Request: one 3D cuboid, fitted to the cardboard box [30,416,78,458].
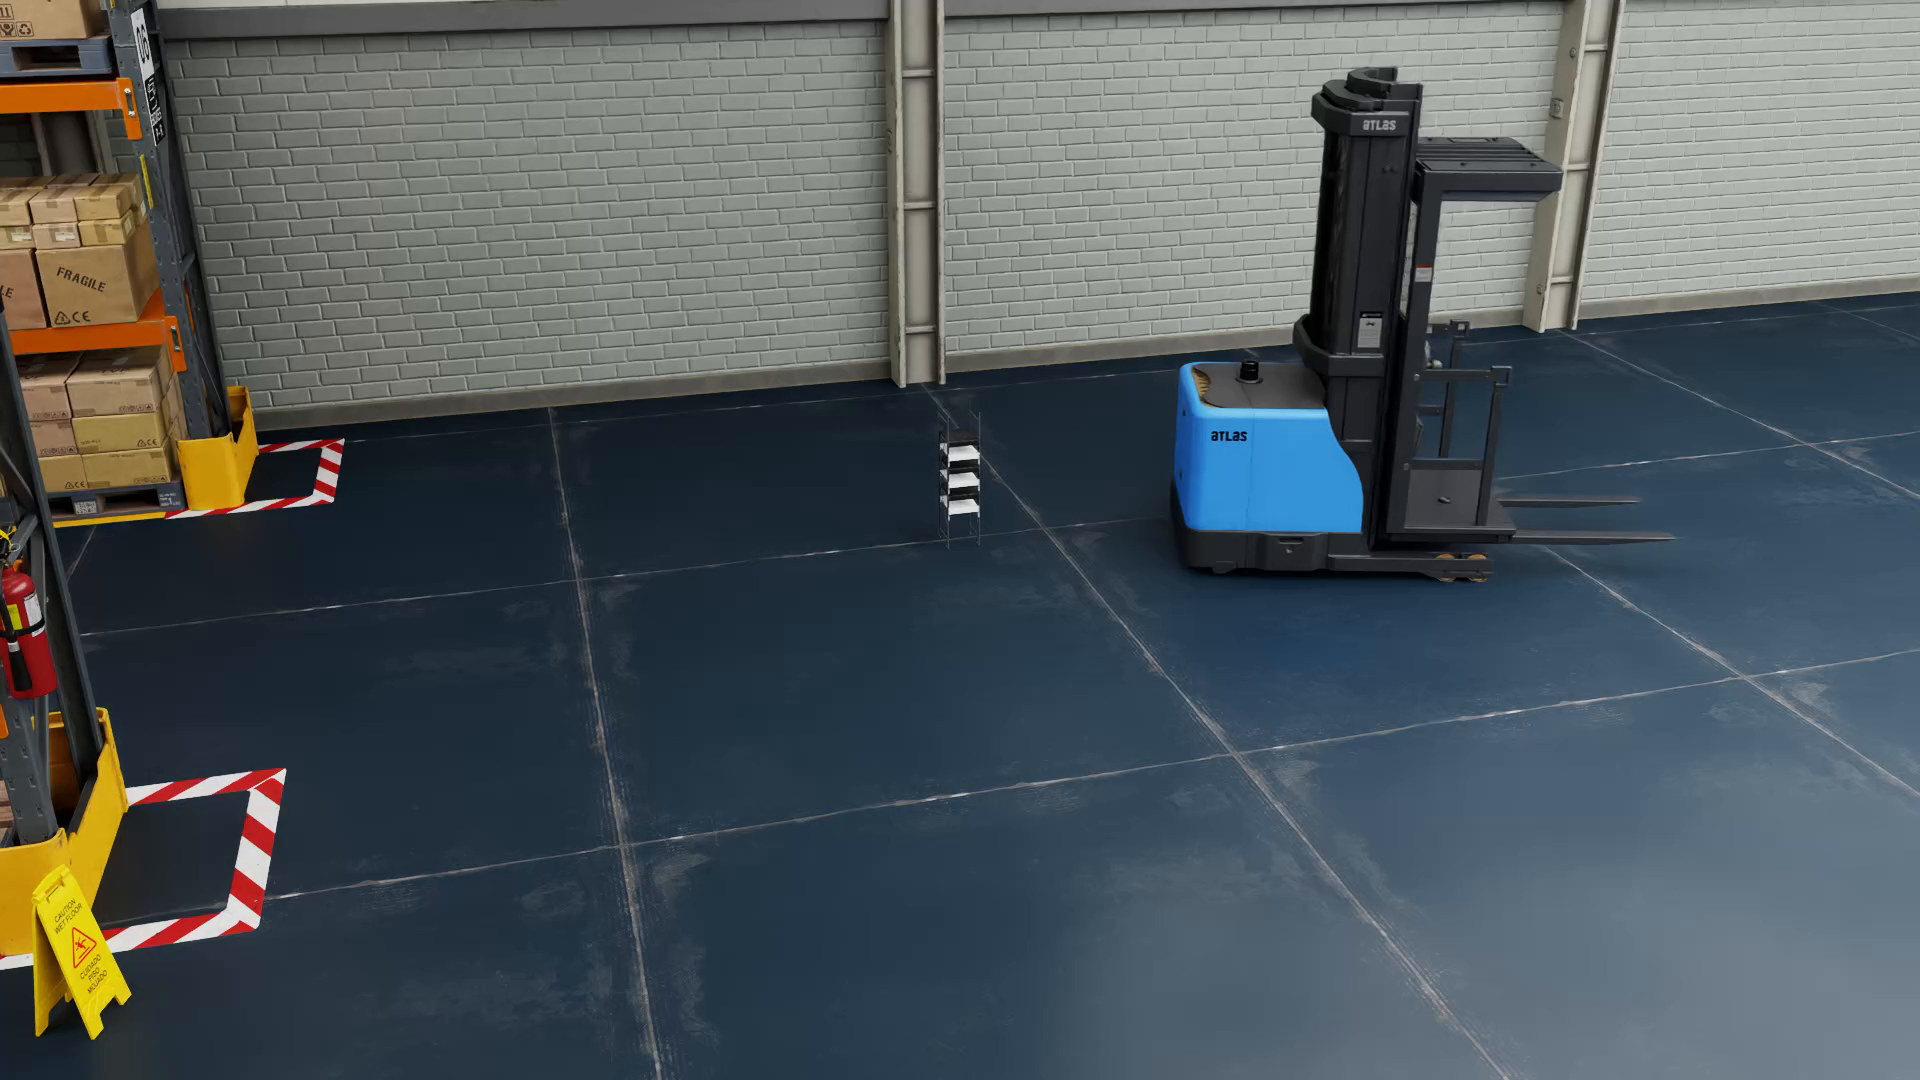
[{"bbox_3d":[-6.083,-0.743,10.998,0.500,0.250,0.500,-7,24,-15],"label":"cardboard box"}]

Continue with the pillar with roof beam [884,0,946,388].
[{"bbox_3d":[0.813,-3.833,8.271,0.400,9.000,9.100,-6,24,-14],"label":"pillar with roof beam"}]

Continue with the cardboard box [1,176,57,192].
[{"bbox_3d":[-6.105,-2.281,10.935,0.250,0.149,0.380,-6,24,-13],"label":"cardboard box"}]

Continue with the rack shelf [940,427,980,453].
[{"bbox_3d":[-0.008,-0.630,10.477,0.200,0.077,0.258,-6,24,-14],"label":"rack shelf"}]

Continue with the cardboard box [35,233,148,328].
[{"bbox_3d":[-5.616,-1.697,10.775,0.500,0.500,0.500,-7,24,-16],"label":"cardboard box"}]

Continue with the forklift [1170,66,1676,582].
[{"bbox_3d":[2.895,-1.303,10.069,3.031,2.935,1.130,1,23,2],"label":"forklift"}]

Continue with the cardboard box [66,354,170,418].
[{"bbox_3d":[-5.572,-1.025,11.021,0.500,0.250,0.500,-5,24,-13],"label":"cardboard box"}]

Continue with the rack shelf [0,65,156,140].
[{"bbox_3d":[-7.138,-2.638,10.203,4.000,0.370,1.077,-6,24,-14],"label":"rack shelf"}]

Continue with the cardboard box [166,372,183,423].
[{"bbox_3d":[-5.721,-0.991,11.577,0.500,0.250,0.500,-6,24,-13],"label":"cardboard box"}]

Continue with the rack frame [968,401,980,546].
[{"bbox_3d":[0.090,-0.424,10.596,0.006,0.900,0.240,-6,24,-14],"label":"rack frame"}]

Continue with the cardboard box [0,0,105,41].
[{"bbox_3d":[-5.573,-3.327,10.110,0.500,0.500,0.500,-6,24,-13],"label":"cardboard box"}]

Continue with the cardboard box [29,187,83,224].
[{"bbox_3d":[-5.730,-2.128,10.579,0.250,0.149,0.380,-6,24,-14],"label":"cardboard box"}]

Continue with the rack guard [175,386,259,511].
[{"bbox_3d":[-5.190,-0.657,11.648,0.348,0.500,1.175,-6,24,-14],"label":"rack guard"}]

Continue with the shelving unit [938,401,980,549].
[{"bbox_3d":[-0.008,-0.413,10.571,0.210,0.900,0.258,-6,24,-14],"label":"shelving unit"}]

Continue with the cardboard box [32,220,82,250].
[{"bbox_3d":[-5.709,-1.966,10.578,0.250,0.149,0.380,-6,24,-14],"label":"cardboard box"}]

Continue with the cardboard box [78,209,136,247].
[{"bbox_3d":[-5.471,-2.004,10.668,0.250,0.149,0.380,-6,24,-14],"label":"cardboard box"}]

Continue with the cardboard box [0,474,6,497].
[{"bbox_3d":[-6.545,-0.464,10.981,0.500,0.250,0.500,-6,24,-14],"label":"cardboard box"}]

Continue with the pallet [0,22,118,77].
[{"bbox_3d":[-5.900,-3.076,10.423,1.213,0.211,1.003,-6,24,-14],"label":"pallet"}]

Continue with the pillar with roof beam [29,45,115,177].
[{"bbox_3d":[-4.964,-3.194,6.782,0.400,9.000,9.100,-6,24,-14],"label":"pillar with roof beam"}]

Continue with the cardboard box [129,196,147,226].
[{"bbox_3d":[-5.609,-2.210,11.147,0.250,0.149,0.380,-7,24,-16],"label":"cardboard box"}]

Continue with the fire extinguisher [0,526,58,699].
[{"bbox_3d":[-3.634,0.279,6.394,0.183,0.674,0.296,-6,24,-14],"label":"fire extinguisher"}]

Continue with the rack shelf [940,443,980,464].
[{"bbox_3d":[-0.008,-0.547,10.513,0.200,0.077,0.258,-6,24,-14],"label":"rack shelf"}]

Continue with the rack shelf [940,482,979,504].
[{"bbox_3d":[-0.008,-0.299,10.619,0.200,0.077,0.258,-6,24,-14],"label":"rack shelf"}]

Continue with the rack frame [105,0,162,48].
[{"bbox_3d":[-5.213,-4.560,9.966,0.127,3.000,1.000,-6,24,-14],"label":"rack frame"}]

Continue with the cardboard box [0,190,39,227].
[{"bbox_3d":[-5.974,-2.090,10.490,0.250,0.149,0.380,-6,24,-13],"label":"cardboard box"}]

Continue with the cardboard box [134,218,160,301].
[{"bbox_3d":[-5.765,-1.902,11.252,0.500,0.500,0.500,-6,24,-13],"label":"cardboard box"}]

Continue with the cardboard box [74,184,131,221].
[{"bbox_3d":[-5.501,-2.166,10.668,0.250,0.149,0.380,-6,24,-14],"label":"cardboard box"}]

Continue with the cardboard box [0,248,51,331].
[{"bbox_3d":[-6.118,-1.646,10.654,0.500,0.500,0.500,-6,24,-13],"label":"cardboard box"}]

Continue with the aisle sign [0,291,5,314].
[{"bbox_3d":[-3.892,-1.238,6.535,0.004,0.787,0.394,-6,24,-14],"label":"aisle sign"}]

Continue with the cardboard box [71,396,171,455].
[{"bbox_3d":[-5.597,-0.792,11.113,0.500,0.250,0.500,-7,24,-15],"label":"cardboard box"}]

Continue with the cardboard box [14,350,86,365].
[{"bbox_3d":[-6.207,-1.158,11.332,0.500,0.250,0.500,-6,24,-14],"label":"cardboard box"}]

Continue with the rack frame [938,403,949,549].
[{"bbox_3d":[-0.106,-0.402,10.545,0.006,0.900,0.240,-6,24,-14],"label":"rack frame"}]

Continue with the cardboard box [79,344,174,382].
[{"bbox_3d":[-5.727,-1.213,11.460,0.500,0.250,0.500,-7,24,-15],"label":"cardboard box"}]

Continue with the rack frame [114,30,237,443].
[{"bbox_3d":[-5.213,-1.804,11.149,0.127,3.000,1.000,-6,24,-14],"label":"rack frame"}]

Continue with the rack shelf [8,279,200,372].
[{"bbox_3d":[-7.138,-1.260,10.795,4.000,0.370,1.077,-6,24,-14],"label":"rack shelf"}]

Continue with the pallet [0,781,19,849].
[{"bbox_3d":[-4.733,1.443,7.119,1.213,0.211,1.003,-6,24,-14],"label":"pallet"}]

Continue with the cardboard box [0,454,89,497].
[{"bbox_3d":[-6.061,-0.514,11.097,0.500,0.250,0.500,-6,24,-14],"label":"cardboard box"}]

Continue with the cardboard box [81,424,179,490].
[{"bbox_3d":[-5.580,-0.563,11.212,0.500,0.250,0.500,-6,24,-14],"label":"cardboard box"}]

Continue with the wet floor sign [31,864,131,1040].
[{"bbox_3d":[-3.396,1.548,6.323,0.232,0.644,0.267,2,23,4],"label":"wet floor sign"}]

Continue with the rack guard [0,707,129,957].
[{"bbox_3d":[-3.941,1.237,7.232,0.348,0.500,1.175,-6,24,-14],"label":"rack guard"}]

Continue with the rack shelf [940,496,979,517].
[{"bbox_3d":[-0.008,-0.217,10.655,0.200,0.077,0.258,-6,24,-14],"label":"rack shelf"}]

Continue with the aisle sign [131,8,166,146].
[{"bbox_3d":[-5.070,-2.894,10.393,0.004,0.787,0.394,-6,24,-14],"label":"aisle sign"}]

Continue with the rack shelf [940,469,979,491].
[{"bbox_3d":[-0.008,-0.382,10.584,0.200,0.077,0.258,-6,24,-14],"label":"rack shelf"}]

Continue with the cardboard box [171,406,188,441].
[{"bbox_3d":[-5.738,-0.755,11.660,0.500,0.250,0.500,-6,24,-14],"label":"cardboard box"}]

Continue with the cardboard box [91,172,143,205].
[{"bbox_3d":[-5.594,-2.330,11.049,0.250,0.149,0.380,-7,24,-15],"label":"cardboard box"}]

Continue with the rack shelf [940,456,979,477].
[{"bbox_3d":[-0.008,-0.465,10.548,0.200,0.077,0.258,-6,24,-14],"label":"rack shelf"}]

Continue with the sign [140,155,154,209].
[{"bbox_3d":[-5.079,-2.237,10.391,0.005,0.325,0.100,-6,24,-14],"label":"sign"}]

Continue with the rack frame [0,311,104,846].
[{"bbox_3d":[-3.868,0.081,6.758,0.127,3.000,1.000,-6,24,-14],"label":"rack frame"}]

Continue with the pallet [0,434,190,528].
[{"bbox_3d":[-5.938,-0.425,11.472,1.213,0.211,1.003,-6,24,-14],"label":"pallet"}]

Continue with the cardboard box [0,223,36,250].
[{"bbox_3d":[-5.975,-1.961,10.568,0.250,0.149,0.380,-6,24,-13],"label":"cardboard box"}]

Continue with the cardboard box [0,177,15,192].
[{"bbox_3d":[-6.347,-2.260,10.887,0.250,0.149,0.380,-6,24,-14],"label":"cardboard box"}]

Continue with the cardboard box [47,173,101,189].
[{"bbox_3d":[-5.867,-2.325,11.038,0.250,0.149,0.380,-5,24,-13],"label":"cardboard box"}]

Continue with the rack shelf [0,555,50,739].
[{"bbox_3d":[-5.794,0.624,6.404,4.000,0.370,1.077,-6,24,-14],"label":"rack shelf"}]

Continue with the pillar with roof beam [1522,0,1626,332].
[{"bbox_3d":[6.590,-4.472,9.761,0.400,9.000,9.100,-6,24,-14],"label":"pillar with roof beam"}]

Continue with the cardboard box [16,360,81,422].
[{"bbox_3d":[-6.062,-0.968,10.889,0.500,0.250,0.500,-6,24,-13],"label":"cardboard box"}]

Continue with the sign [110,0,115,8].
[{"bbox_3d":[-5.079,-3.345,9.915,0.005,0.325,0.100,-6,24,-14],"label":"sign"}]
